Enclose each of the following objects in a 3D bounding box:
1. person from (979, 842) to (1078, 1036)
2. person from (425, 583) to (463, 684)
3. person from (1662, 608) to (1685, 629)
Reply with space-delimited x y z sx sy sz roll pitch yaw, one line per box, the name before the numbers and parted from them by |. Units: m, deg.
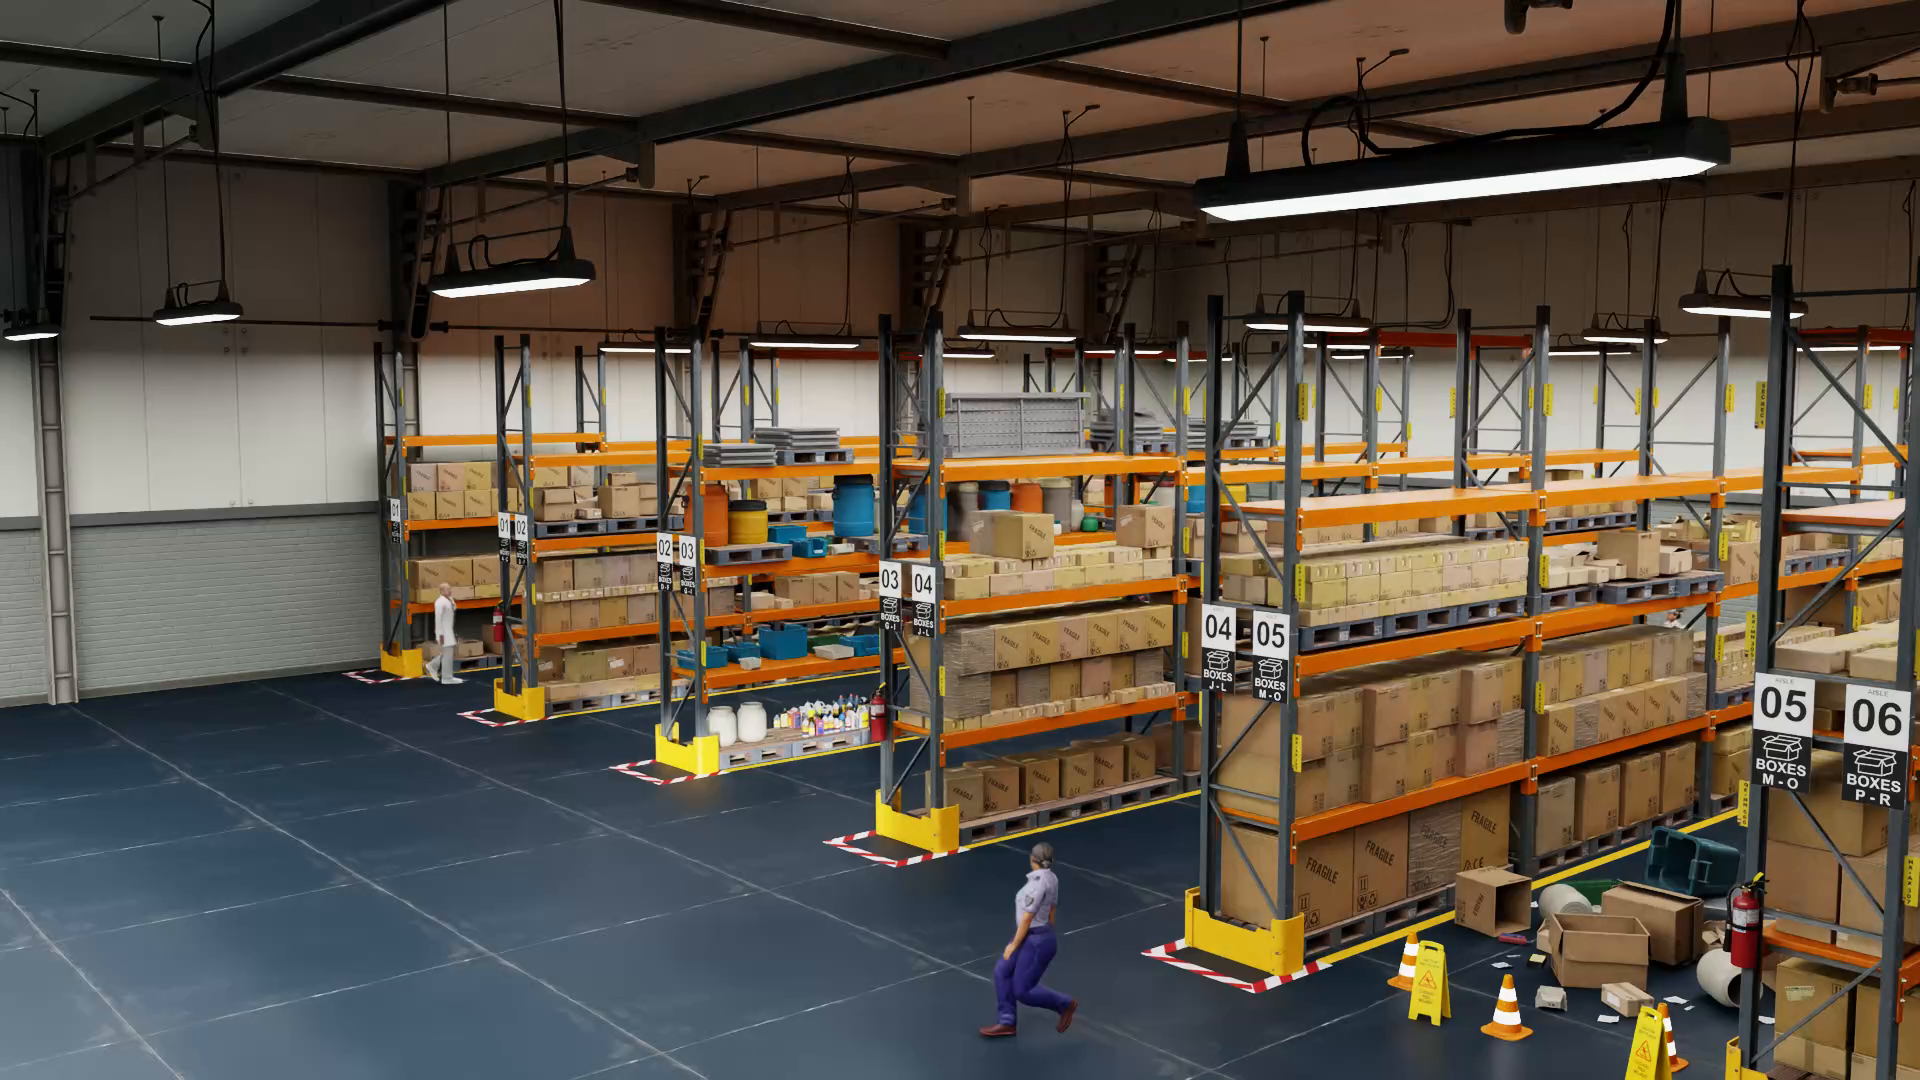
person | 0.536 3.186 13.244 0.763 1.551 0.448 0 5 -2
person | -9.055 1.624 29.120 0.667 1.773 0.631 -1 5 -9
person | 11.650 1.870 27.174 0.900 1.639 0.532 -4 6 -34
